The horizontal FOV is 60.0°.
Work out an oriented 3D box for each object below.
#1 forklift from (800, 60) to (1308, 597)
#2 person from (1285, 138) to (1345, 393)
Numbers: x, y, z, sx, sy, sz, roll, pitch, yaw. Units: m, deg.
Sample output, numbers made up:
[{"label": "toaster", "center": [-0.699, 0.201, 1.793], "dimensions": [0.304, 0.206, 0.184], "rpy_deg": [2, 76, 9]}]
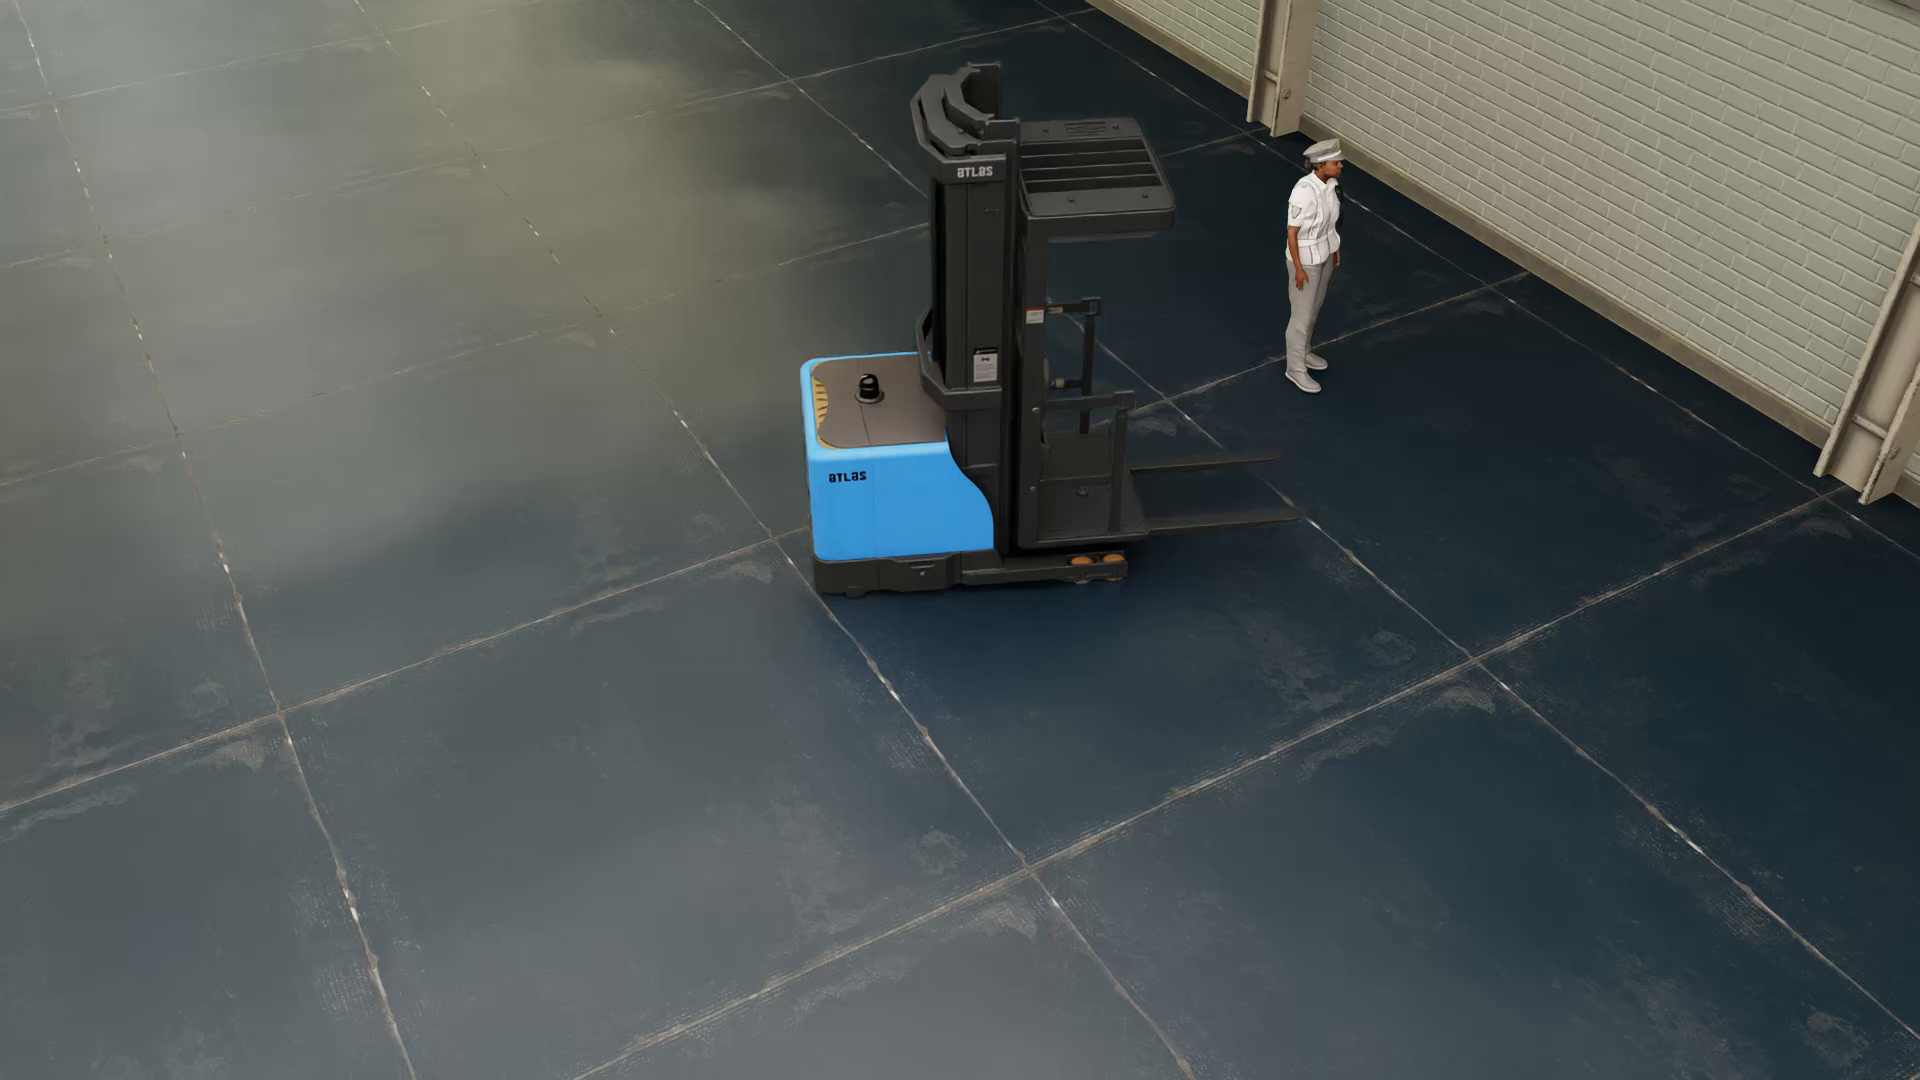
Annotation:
[{"label": "forklift", "center": [0.584, -1.198, 9.480], "dimensions": [3.031, 2.935, 1.130], "rpy_deg": [-4, 40, -5]}, {"label": "person", "center": [2.443, -1.893, 11.275], "dimensions": [0.531, 1.694, 0.567], "rpy_deg": [29, 48, 30]}]
